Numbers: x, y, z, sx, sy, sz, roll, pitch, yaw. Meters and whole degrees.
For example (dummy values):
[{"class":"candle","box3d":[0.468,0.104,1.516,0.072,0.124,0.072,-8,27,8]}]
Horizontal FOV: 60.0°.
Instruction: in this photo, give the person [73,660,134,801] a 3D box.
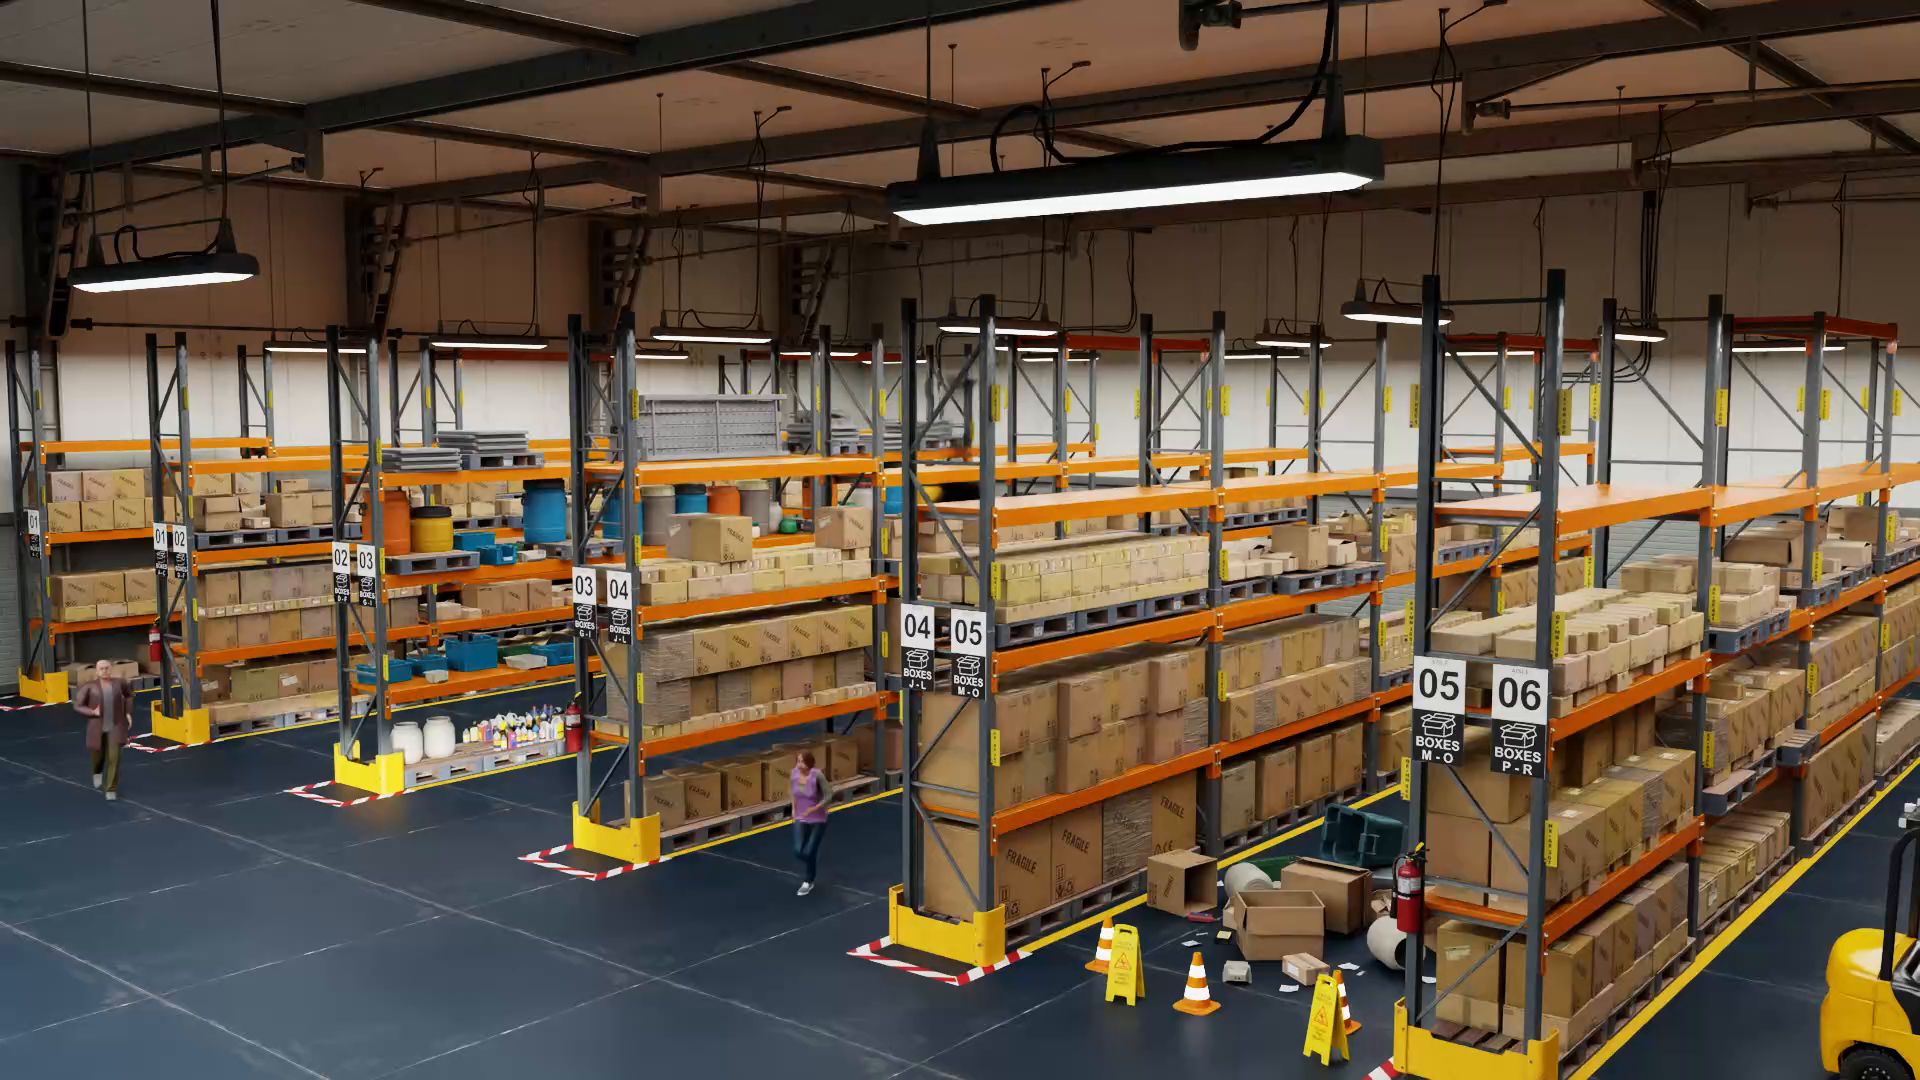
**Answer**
[{"class":"person","box3d":[-10.843,2.384,21.098,0.711,1.752,0.909,-3,6,-34]}]

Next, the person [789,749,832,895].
[{"class":"person","box3d":[-1.545,2.875,17.011,0.524,1.542,0.580,1,5,14]}]
